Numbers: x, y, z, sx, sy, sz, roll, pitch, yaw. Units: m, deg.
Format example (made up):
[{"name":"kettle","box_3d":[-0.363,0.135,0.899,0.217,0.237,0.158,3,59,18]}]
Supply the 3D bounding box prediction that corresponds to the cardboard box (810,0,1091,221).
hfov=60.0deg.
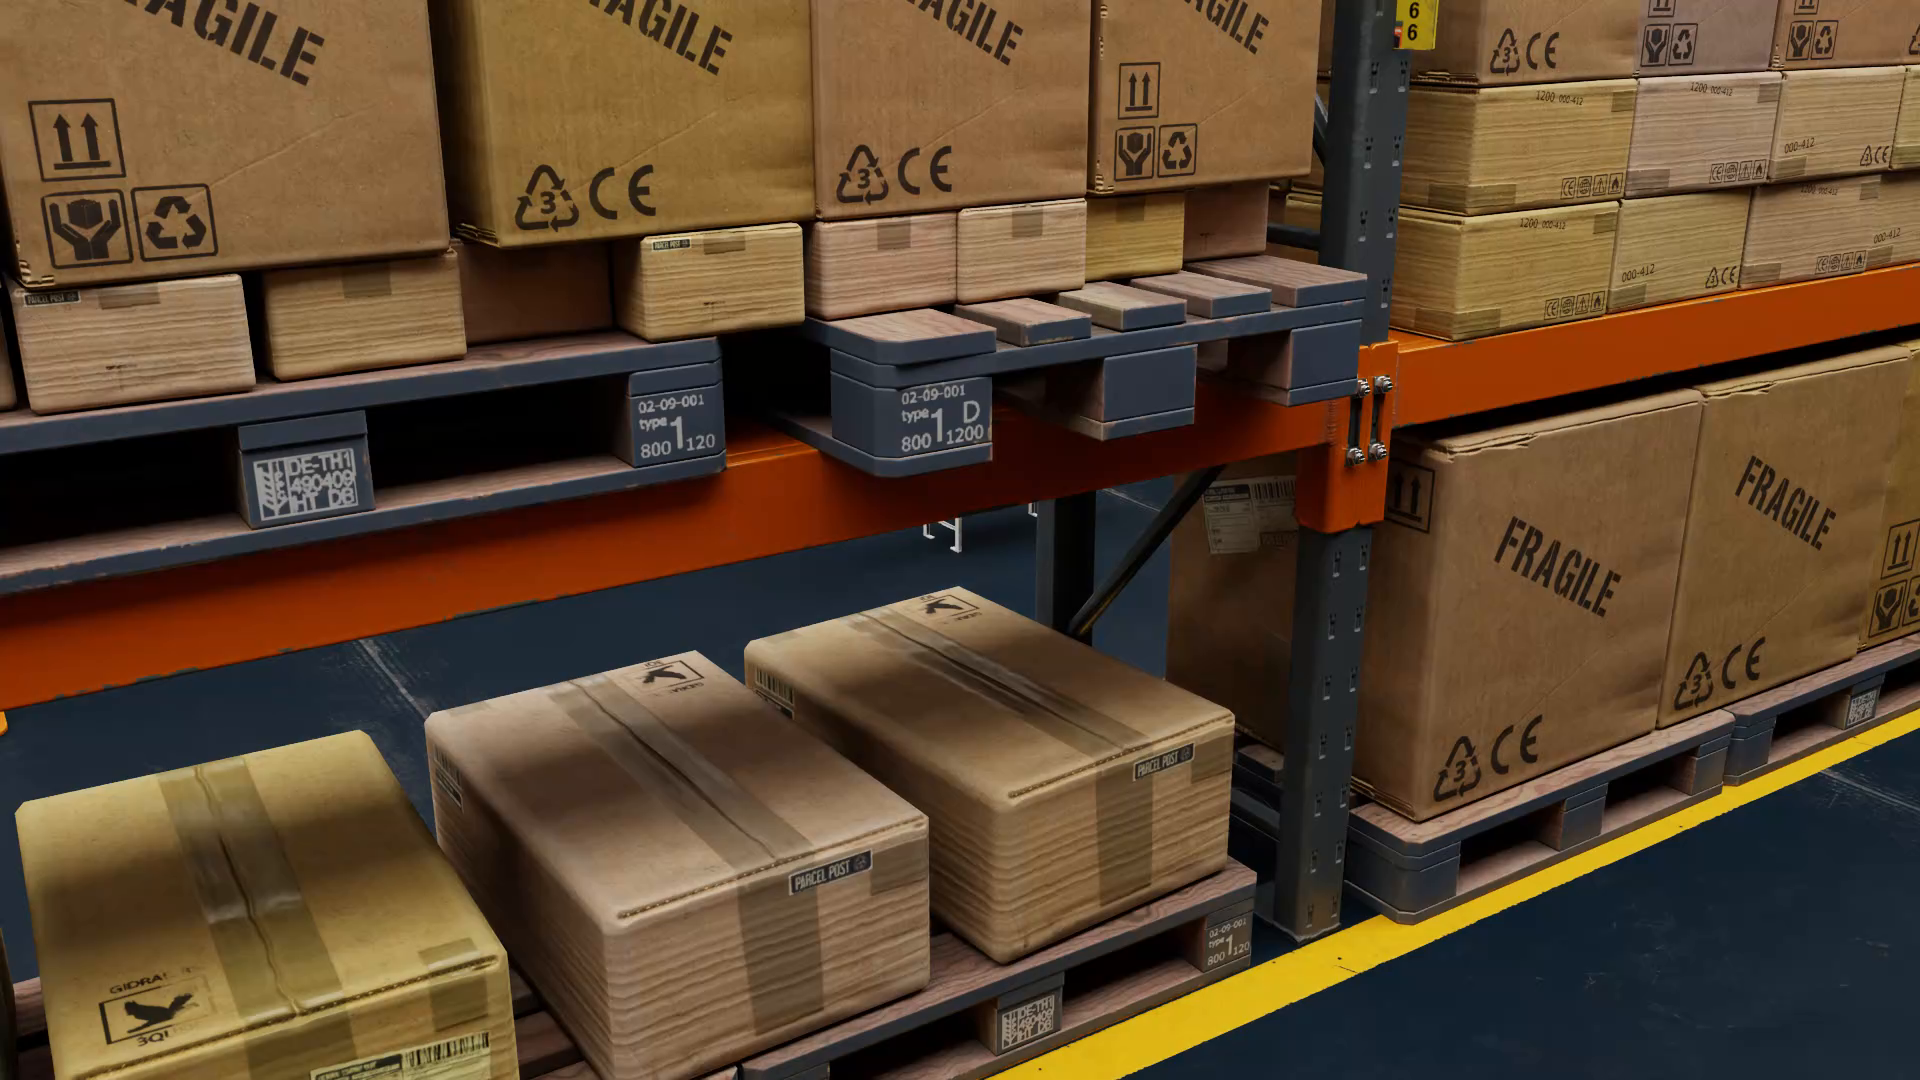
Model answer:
[{"name":"cardboard box","box_3d":[-0.136,-0.818,2.704,0.500,0.500,0.500,-12,22,-32]}]

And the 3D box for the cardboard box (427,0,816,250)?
[{"name":"cardboard box","box_3d":[-0.557,-0.729,2.440,0.500,0.500,0.500,-14,23,-35]}]

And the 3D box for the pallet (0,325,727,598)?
[{"name":"pallet","box_3d":[-1.115,-0.228,2.536,1.213,0.211,1.003,-12,22,-31]}]

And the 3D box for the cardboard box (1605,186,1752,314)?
[{"name":"cardboard box","box_3d":[1.482,-0.722,3.931,0.500,0.250,0.500,-13,22,-33]}]

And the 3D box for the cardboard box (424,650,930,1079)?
[{"name":"cardboard box","box_3d":[-0.573,0.596,3.246,0.625,0.372,0.950,-12,22,-32]}]

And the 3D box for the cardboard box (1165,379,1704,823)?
[{"name":"cardboard box","box_3d":[1.139,0.029,4.137,0.875,0.875,0.875,-12,22,-32]}]

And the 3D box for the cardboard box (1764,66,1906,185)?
[{"name":"cardboard box","box_3d":[1.930,-1.043,4.100,0.500,0.250,0.500,-12,22,-32]}]

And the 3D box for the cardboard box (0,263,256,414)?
[{"name":"cardboard box","box_3d":[-1.085,-0.289,2.153,0.250,0.149,0.380,-11,22,-29]}]

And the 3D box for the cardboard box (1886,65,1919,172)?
[{"name":"cardboard box","box_3d":[2.361,-1.129,4.354,0.500,0.250,0.500,-11,22,-30]}]

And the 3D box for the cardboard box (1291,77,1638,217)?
[{"name":"cardboard box","box_3d":[1.075,-0.868,3.582,0.500,0.250,0.500,-12,22,-32]}]

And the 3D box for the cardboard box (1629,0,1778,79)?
[{"name":"cardboard box","box_3d":[1.471,-1.311,3.723,0.500,0.500,0.500,-12,22,-31]}]

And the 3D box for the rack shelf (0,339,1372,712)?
[{"name":"rack shelf","box_3d":[-1.154,0.014,2.643,4.000,0.370,1.077,-12,22,-31]}]

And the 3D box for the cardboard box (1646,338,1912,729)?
[{"name":"cardboard box","box_3d":[1.886,-0.127,4.598,0.875,0.875,0.875,-12,22,-31]}]

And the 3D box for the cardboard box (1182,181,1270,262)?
[{"name":"cardboard box","box_3d":[0.372,-0.638,3.185,0.250,0.149,0.380,-11,22,-29]}]

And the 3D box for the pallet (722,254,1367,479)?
[{"name":"pallet","box_3d":[-0.021,-0.434,3.145,1.003,0.211,1.213,-12,22,-31]}]

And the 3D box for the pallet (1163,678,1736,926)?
[{"name":"pallet","box_3d":[1.216,0.523,4.367,1.213,0.211,1.003,-12,22,-31]}]

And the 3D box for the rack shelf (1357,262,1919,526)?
[{"name":"rack shelf","box_3d":[2.186,-0.690,4.727,4.000,0.370,1.077,-12,22,-31]}]

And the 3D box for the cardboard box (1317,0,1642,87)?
[{"name":"cardboard box","box_3d":[1.062,-1.221,3.457,0.500,0.500,0.500,-13,22,-33]}]

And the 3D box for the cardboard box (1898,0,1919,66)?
[{"name":"cardboard box","box_3d":[2.335,-1.486,4.240,0.500,0.500,0.500,-12,22,-31]}]

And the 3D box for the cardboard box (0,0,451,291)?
[{"name":"cardboard box","box_3d":[-1.014,-0.633,2.156,0.500,0.500,0.500,-13,23,-34]}]

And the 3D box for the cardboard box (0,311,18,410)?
[{"name":"cardboard box","box_3d":[-1.336,-0.256,2.056,0.250,0.149,0.380,-12,22,-31]}]

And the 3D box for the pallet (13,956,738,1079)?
[{"name":"pallet","box_3d":[-1.155,0.993,2.978,1.213,0.211,1.003,-12,22,-31]}]

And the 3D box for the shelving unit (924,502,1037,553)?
[{"name":"shelving unit","box_3d":[0.138,-0.598,6.139,0.503,1.200,0.258,-12,22,-31]}]

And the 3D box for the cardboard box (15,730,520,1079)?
[{"name":"cardboard box","box_3d":[-1.210,0.728,2.855,0.625,0.372,0.950,-11,22,-30]}]

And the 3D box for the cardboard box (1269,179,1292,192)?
[{"name":"cardboard box","box_3d":[0.781,-0.998,3.967,0.500,0.250,0.500,-12,22,-32]}]

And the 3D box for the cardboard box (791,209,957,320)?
[{"name":"cardboard box","box_3d":[-0.213,-0.473,2.697,0.250,0.149,0.380,-13,23,-34]}]

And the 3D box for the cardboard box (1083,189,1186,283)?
[{"name":"cardboard box","box_3d":[0.188,-0.572,2.989,0.250,0.149,0.380,-12,22,-31]}]

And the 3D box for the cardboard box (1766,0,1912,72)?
[{"name":"cardboard box","box_3d":[1.912,-1.398,3.980,0.500,0.500,0.500,-11,22,-30]}]

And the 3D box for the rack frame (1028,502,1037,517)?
[{"name":"rack frame","box_3d":[0.342,-0.641,6.266,0.015,1.200,0.240,-12,22,-31]}]

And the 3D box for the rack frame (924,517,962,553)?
[{"name":"rack frame","box_3d":[-0.066,-0.555,6.012,0.015,1.200,0.240,-12,22,-31]}]

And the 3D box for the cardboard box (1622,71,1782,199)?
[{"name":"cardboard box","box_3d":[1.507,-0.959,3.850,0.500,0.250,0.500,-11,22,-30]}]

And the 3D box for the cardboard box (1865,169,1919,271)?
[{"name":"cardboard box","box_3d":[2.334,-0.901,4.460,0.500,0.250,0.500,-12,22,-31]}]

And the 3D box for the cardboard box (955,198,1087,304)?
[{"name":"cardboard box","box_3d":[0.002,-0.515,2.822,0.250,0.149,0.380,-12,22,-32]}]

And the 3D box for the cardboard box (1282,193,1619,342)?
[{"name":"cardboard box","box_3d":[1.063,-0.627,3.649,0.500,0.250,0.500,-12,22,-32]}]

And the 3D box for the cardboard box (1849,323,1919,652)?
[{"name":"cardboard box","box_3d":[2.633,-0.284,5.063,0.875,0.875,0.875,-11,22,-30]}]

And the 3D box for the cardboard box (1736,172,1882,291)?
[{"name":"cardboard box","box_3d":[1.924,-0.813,4.200,0.500,0.250,0.500,-11,22,-30]}]

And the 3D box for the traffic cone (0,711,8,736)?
[{"name":"traffic cone","box_3d":[-2.867,0.316,4.588,0.334,0.463,0.336,-12,22,-31]}]

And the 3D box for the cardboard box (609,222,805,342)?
[{"name":"cardboard box","box_3d":[-0.435,-0.421,2.543,0.250,0.149,0.380,-11,22,-30]}]

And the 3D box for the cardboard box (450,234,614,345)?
[{"name":"cardboard box","box_3d":[-0.714,-0.410,2.511,0.250,0.149,0.380,-12,22,-31]}]

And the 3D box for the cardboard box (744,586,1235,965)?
[{"name":"cardboard box","box_3d":[0.039,0.464,3.637,0.625,0.372,0.950,-14,23,-35]}]

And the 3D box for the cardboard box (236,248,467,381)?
[{"name":"cardboard box","box_3d":[-0.879,-0.344,2.316,0.250,0.149,0.380,-13,22,-33]}]

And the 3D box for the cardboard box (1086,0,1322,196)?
[{"name":"cardboard box","box_3d":[0.289,-0.912,2.982,0.500,0.500,0.500,-13,22,-33]}]

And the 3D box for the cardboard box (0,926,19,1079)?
[{"name":"cardboard box","box_3d":[-1.789,0.851,2.492,0.625,0.372,0.950,-10,21,-28]}]

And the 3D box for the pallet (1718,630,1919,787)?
[{"name":"pallet","box_3d":[2.234,0.310,4.999,1.213,0.211,1.003,-12,22,-31]}]

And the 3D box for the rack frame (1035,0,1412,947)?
[{"name":"rack frame","box_3d":[0.516,-0.679,3.569,0.127,3.000,1.000,-12,22,-31]}]

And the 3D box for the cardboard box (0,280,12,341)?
[{"name":"cardboard box","box_3d":[-1.410,-0.414,2.521,0.250,0.149,0.380,-13,23,-33]}]

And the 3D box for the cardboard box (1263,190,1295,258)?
[{"name":"cardboard box","box_3d":[0.796,-0.766,4.062,0.500,0.250,0.500,-13,23,-33]}]

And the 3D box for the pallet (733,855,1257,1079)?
[{"name":"pallet","box_3d":[-0.137,0.779,3.610,1.213,0.211,1.003,-12,22,-31]}]

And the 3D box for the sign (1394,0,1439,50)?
[{"name":"sign","box_3d":[0.822,-1.046,2.972,0.005,0.325,0.100,-12,22,-31]}]
